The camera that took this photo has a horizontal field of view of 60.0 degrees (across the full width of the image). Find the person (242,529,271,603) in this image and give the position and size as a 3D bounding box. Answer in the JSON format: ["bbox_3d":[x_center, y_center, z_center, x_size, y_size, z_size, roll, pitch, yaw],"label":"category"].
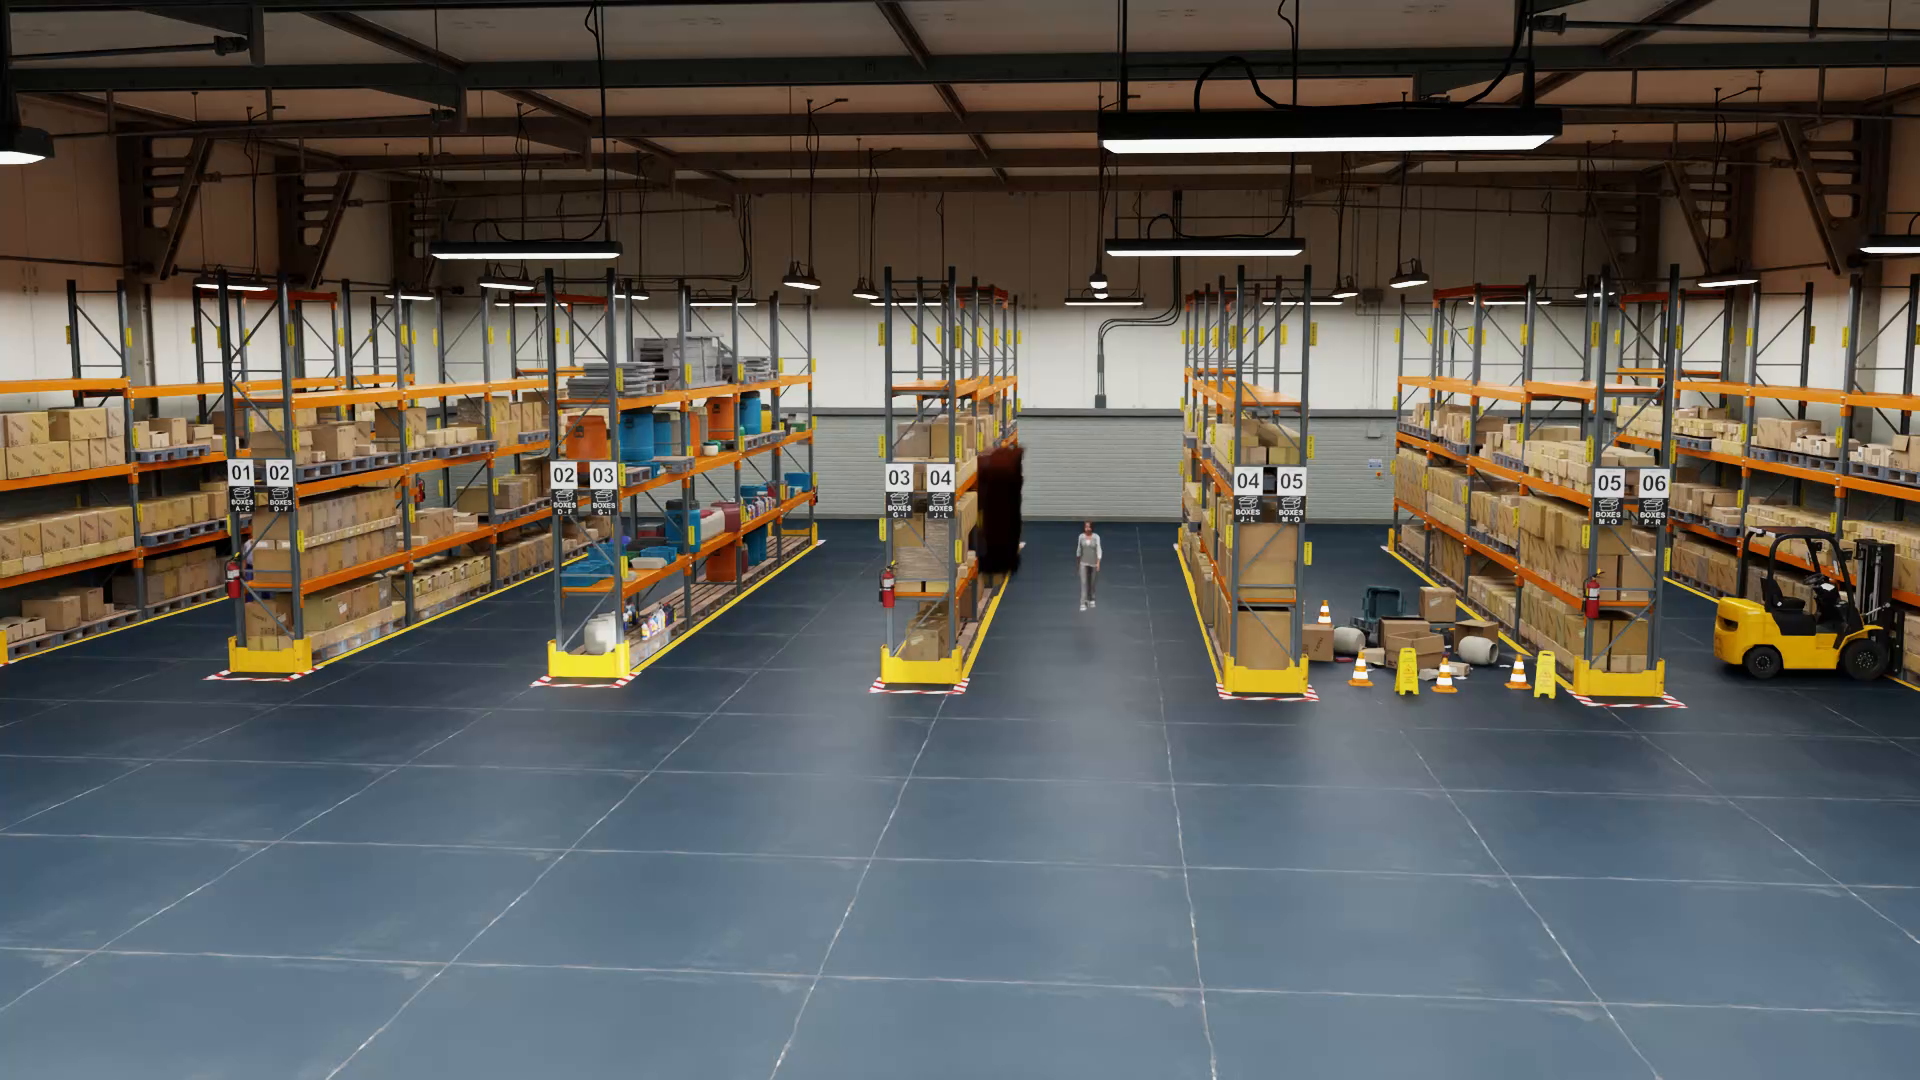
[{"bbox_3d":[-12.613,0.600,29.830,0.523,1.634,0.774,-2,7,-17],"label":"person"}]

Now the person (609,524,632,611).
[{"bbox_3d":[-6.208,0.491,30.610,0.540,1.641,0.535,1,7,6],"label":"person"}]

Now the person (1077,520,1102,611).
[{"bbox_3d":[2.229,0.437,28.685,0.434,1.554,0.928,1,7,6],"label":"person"}]
